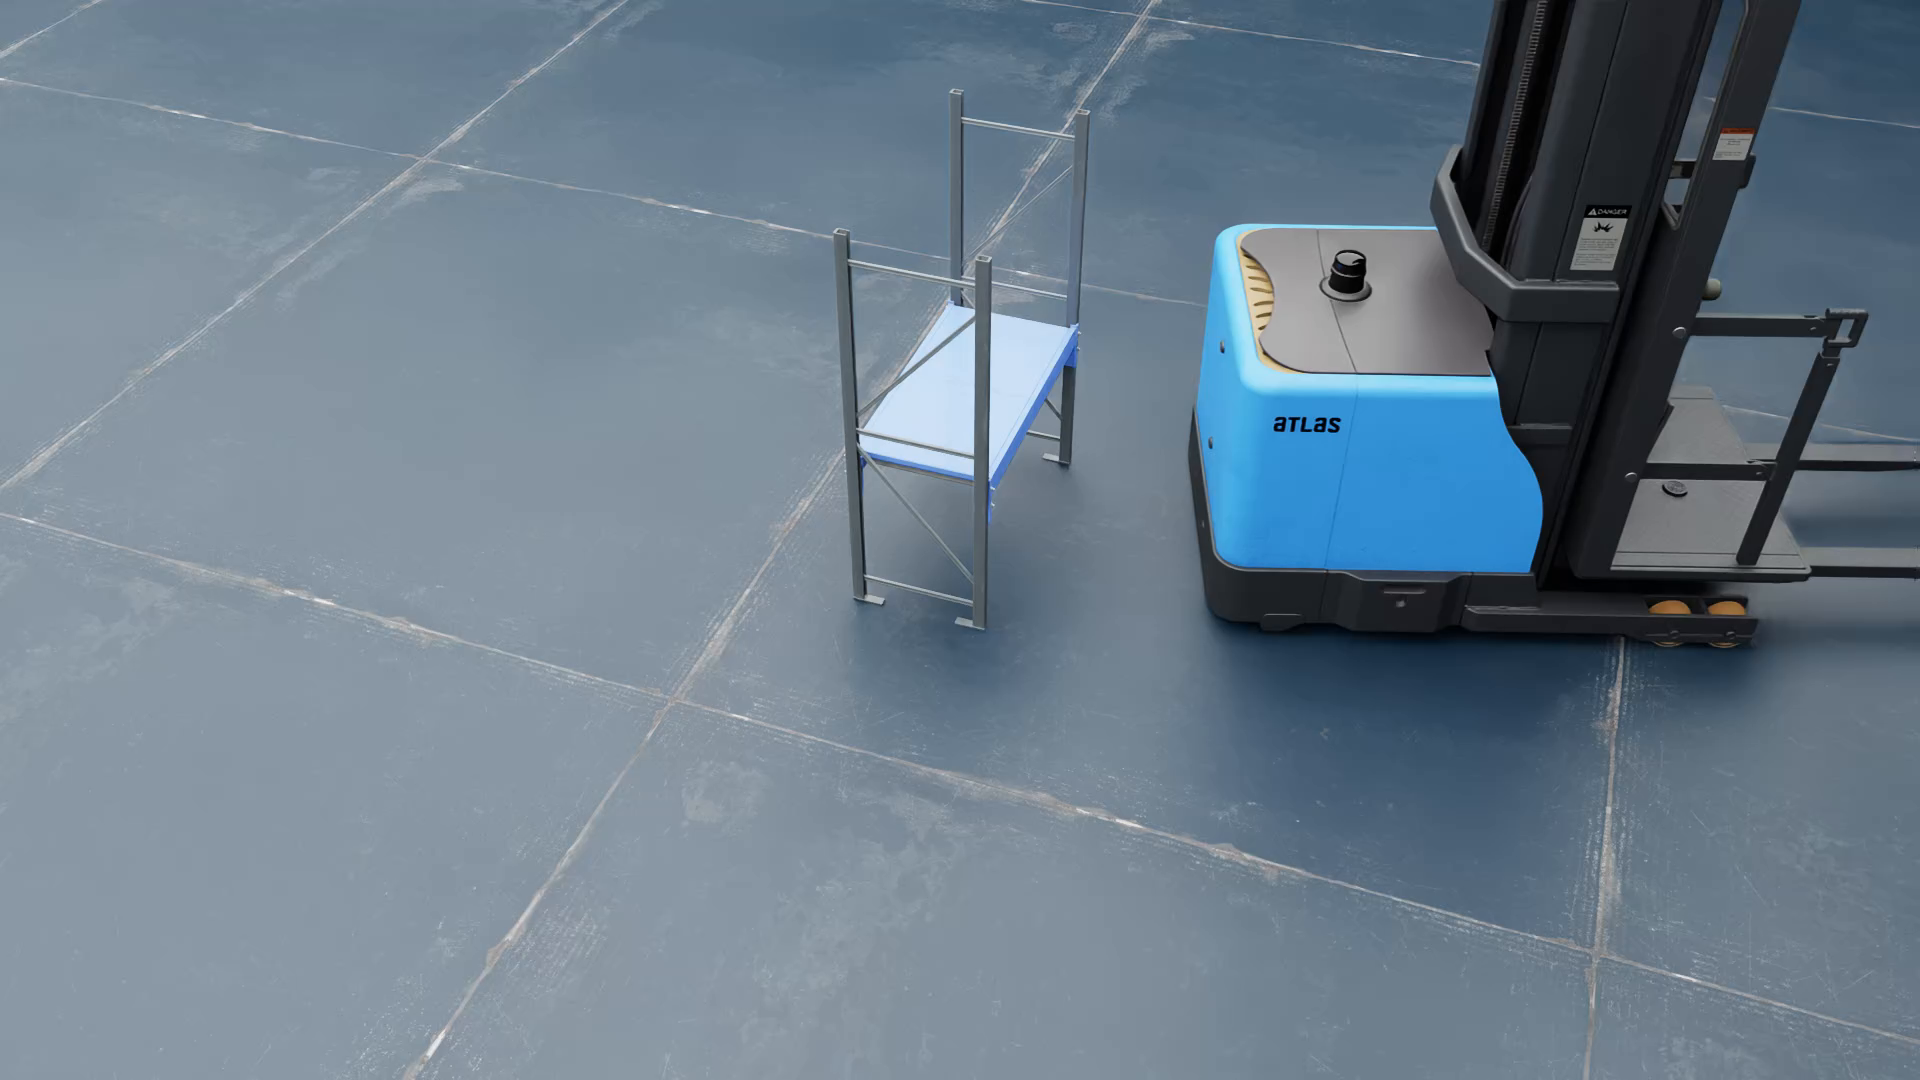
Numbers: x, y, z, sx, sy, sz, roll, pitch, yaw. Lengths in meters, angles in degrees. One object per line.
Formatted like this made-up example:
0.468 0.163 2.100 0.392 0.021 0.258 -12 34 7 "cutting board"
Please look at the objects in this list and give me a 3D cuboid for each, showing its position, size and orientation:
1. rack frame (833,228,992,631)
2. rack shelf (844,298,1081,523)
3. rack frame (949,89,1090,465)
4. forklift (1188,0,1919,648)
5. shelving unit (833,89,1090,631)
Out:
-0.145 -0.313 5.461 0.500 1.500 0.032 13 42 15 "rack frame"
0.029 -0.486 5.941 0.538 0.185 1.000 13 42 15 "rack shelf"
0.203 -0.933 6.188 0.500 1.500 0.032 13 42 15 "rack frame"
2.397 -1.091 5.270 3.031 2.935 1.130 1 40 1 "forklift"
0.029 -0.623 5.824 0.538 1.500 1.048 13 42 15 "shelving unit"
